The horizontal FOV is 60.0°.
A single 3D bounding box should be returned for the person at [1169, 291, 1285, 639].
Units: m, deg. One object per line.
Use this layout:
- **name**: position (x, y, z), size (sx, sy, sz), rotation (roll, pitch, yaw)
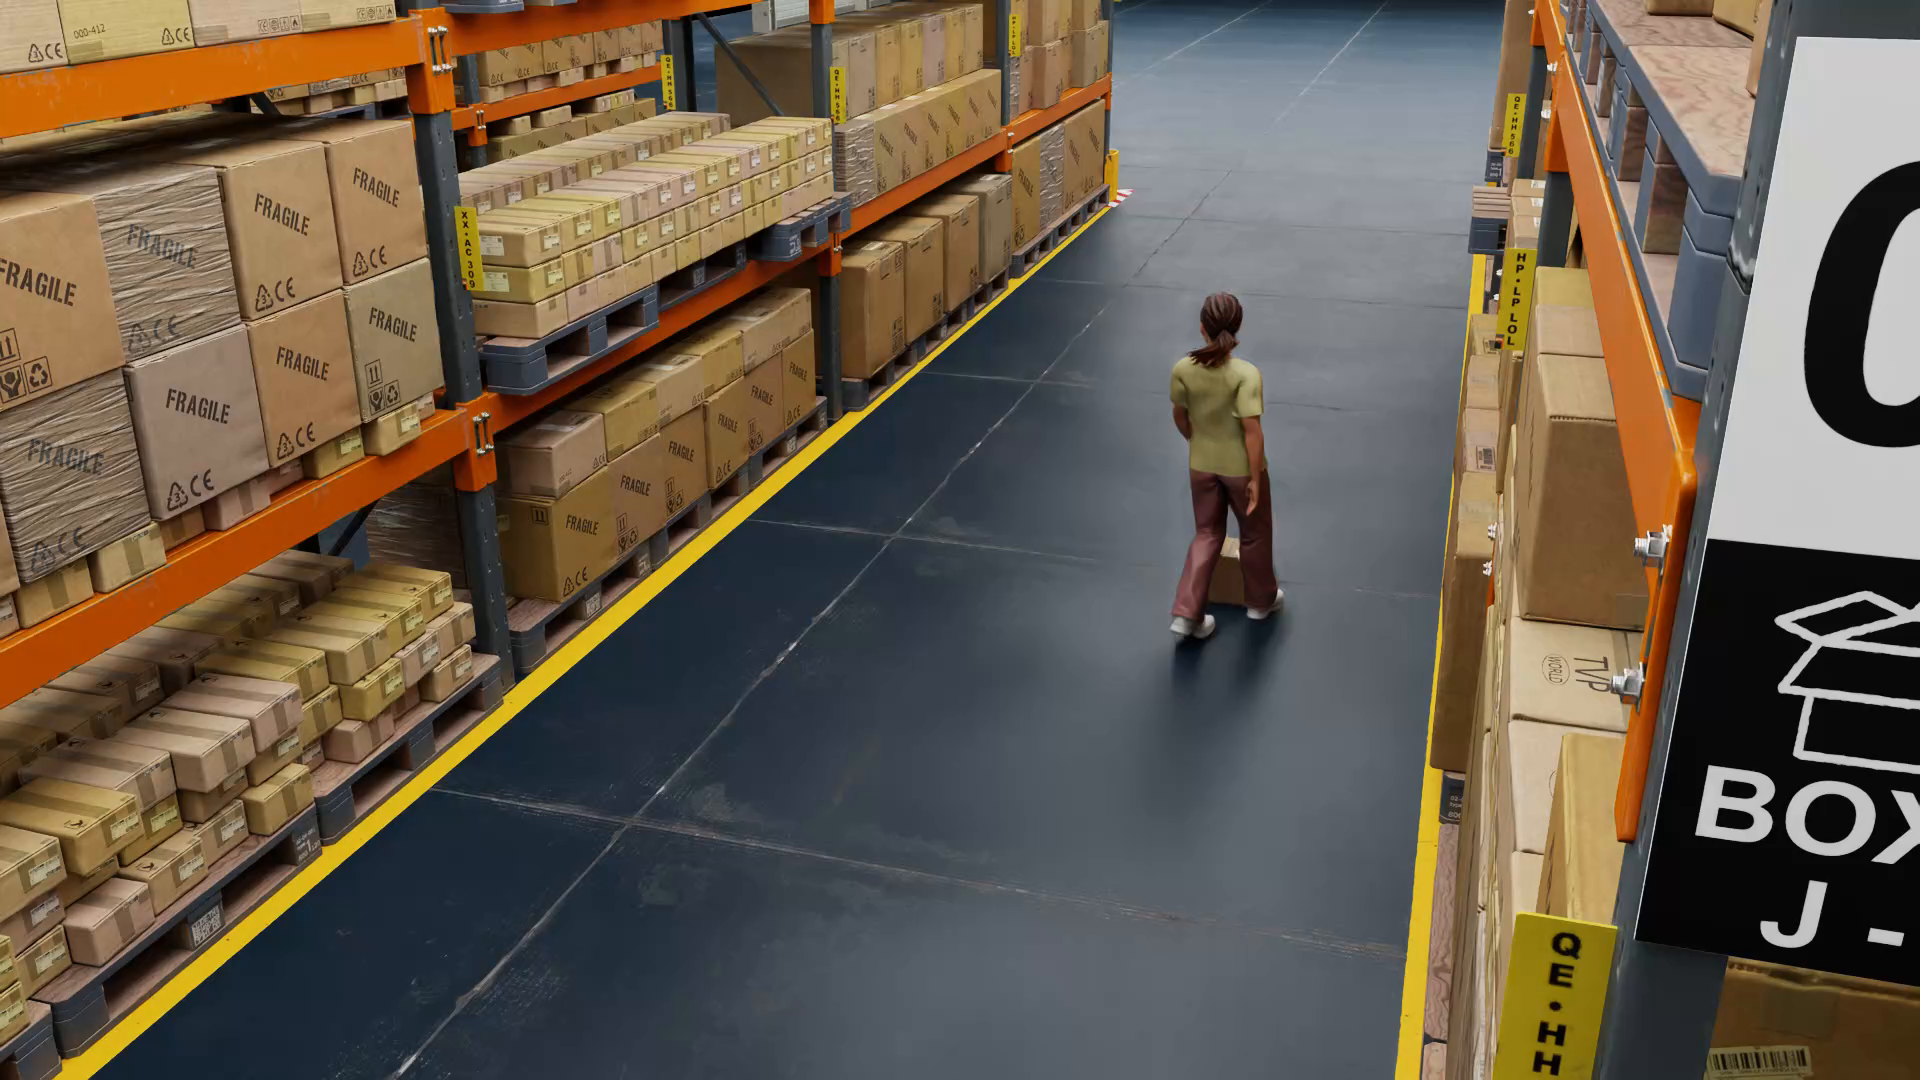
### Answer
- **person**: position (1.238, -0.364, 7.546), size (0.467, 1.629, 0.774), rotation (13, 26, 30)
